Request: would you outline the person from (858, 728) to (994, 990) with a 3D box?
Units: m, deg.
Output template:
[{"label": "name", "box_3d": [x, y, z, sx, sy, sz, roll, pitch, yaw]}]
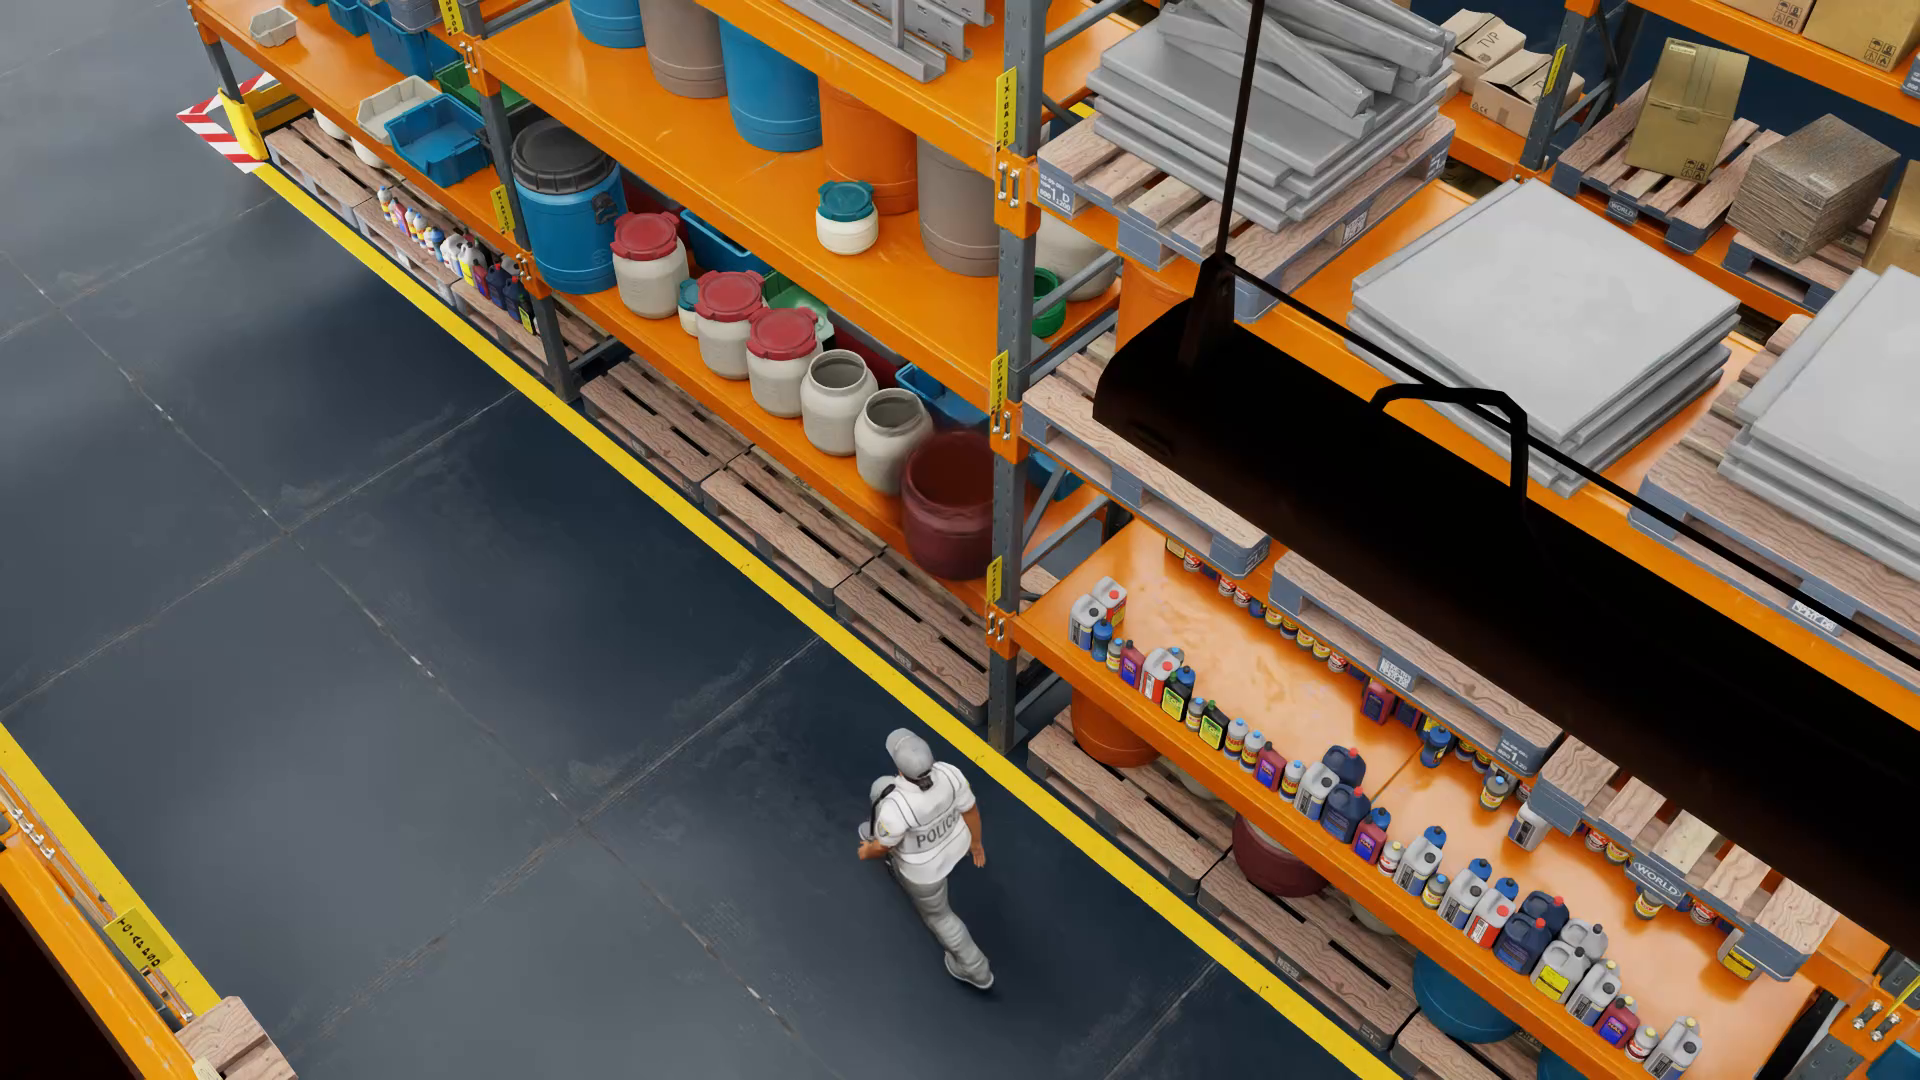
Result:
[{"label": "person", "box_3d": [-0.185, 1.477, 8.068, 1.035, 1.568, 0.497, 34, 58, 25]}]
